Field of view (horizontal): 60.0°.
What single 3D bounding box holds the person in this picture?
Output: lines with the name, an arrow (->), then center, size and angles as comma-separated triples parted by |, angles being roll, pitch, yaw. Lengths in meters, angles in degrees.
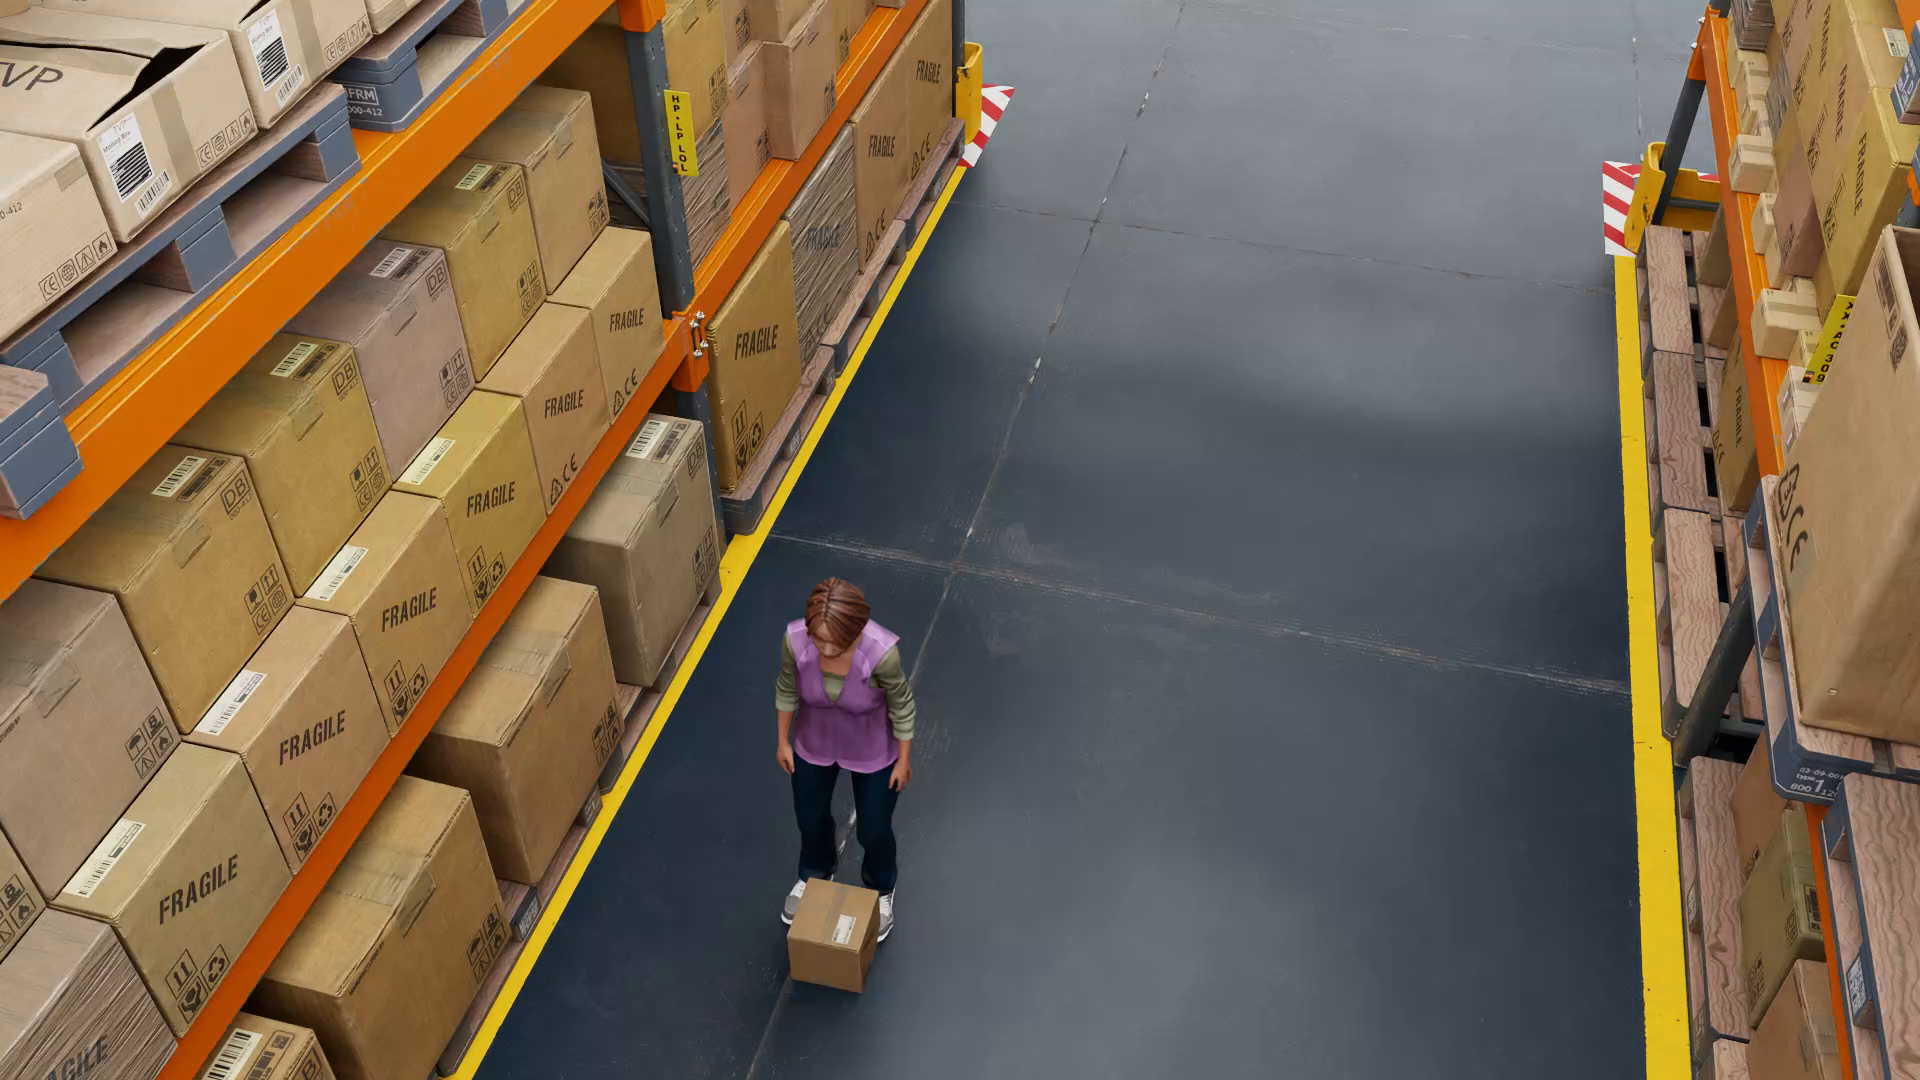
person -> -0.375, 0.690, 5.391 | 0.469, 1.592, 0.348 | 8, 42, 9
